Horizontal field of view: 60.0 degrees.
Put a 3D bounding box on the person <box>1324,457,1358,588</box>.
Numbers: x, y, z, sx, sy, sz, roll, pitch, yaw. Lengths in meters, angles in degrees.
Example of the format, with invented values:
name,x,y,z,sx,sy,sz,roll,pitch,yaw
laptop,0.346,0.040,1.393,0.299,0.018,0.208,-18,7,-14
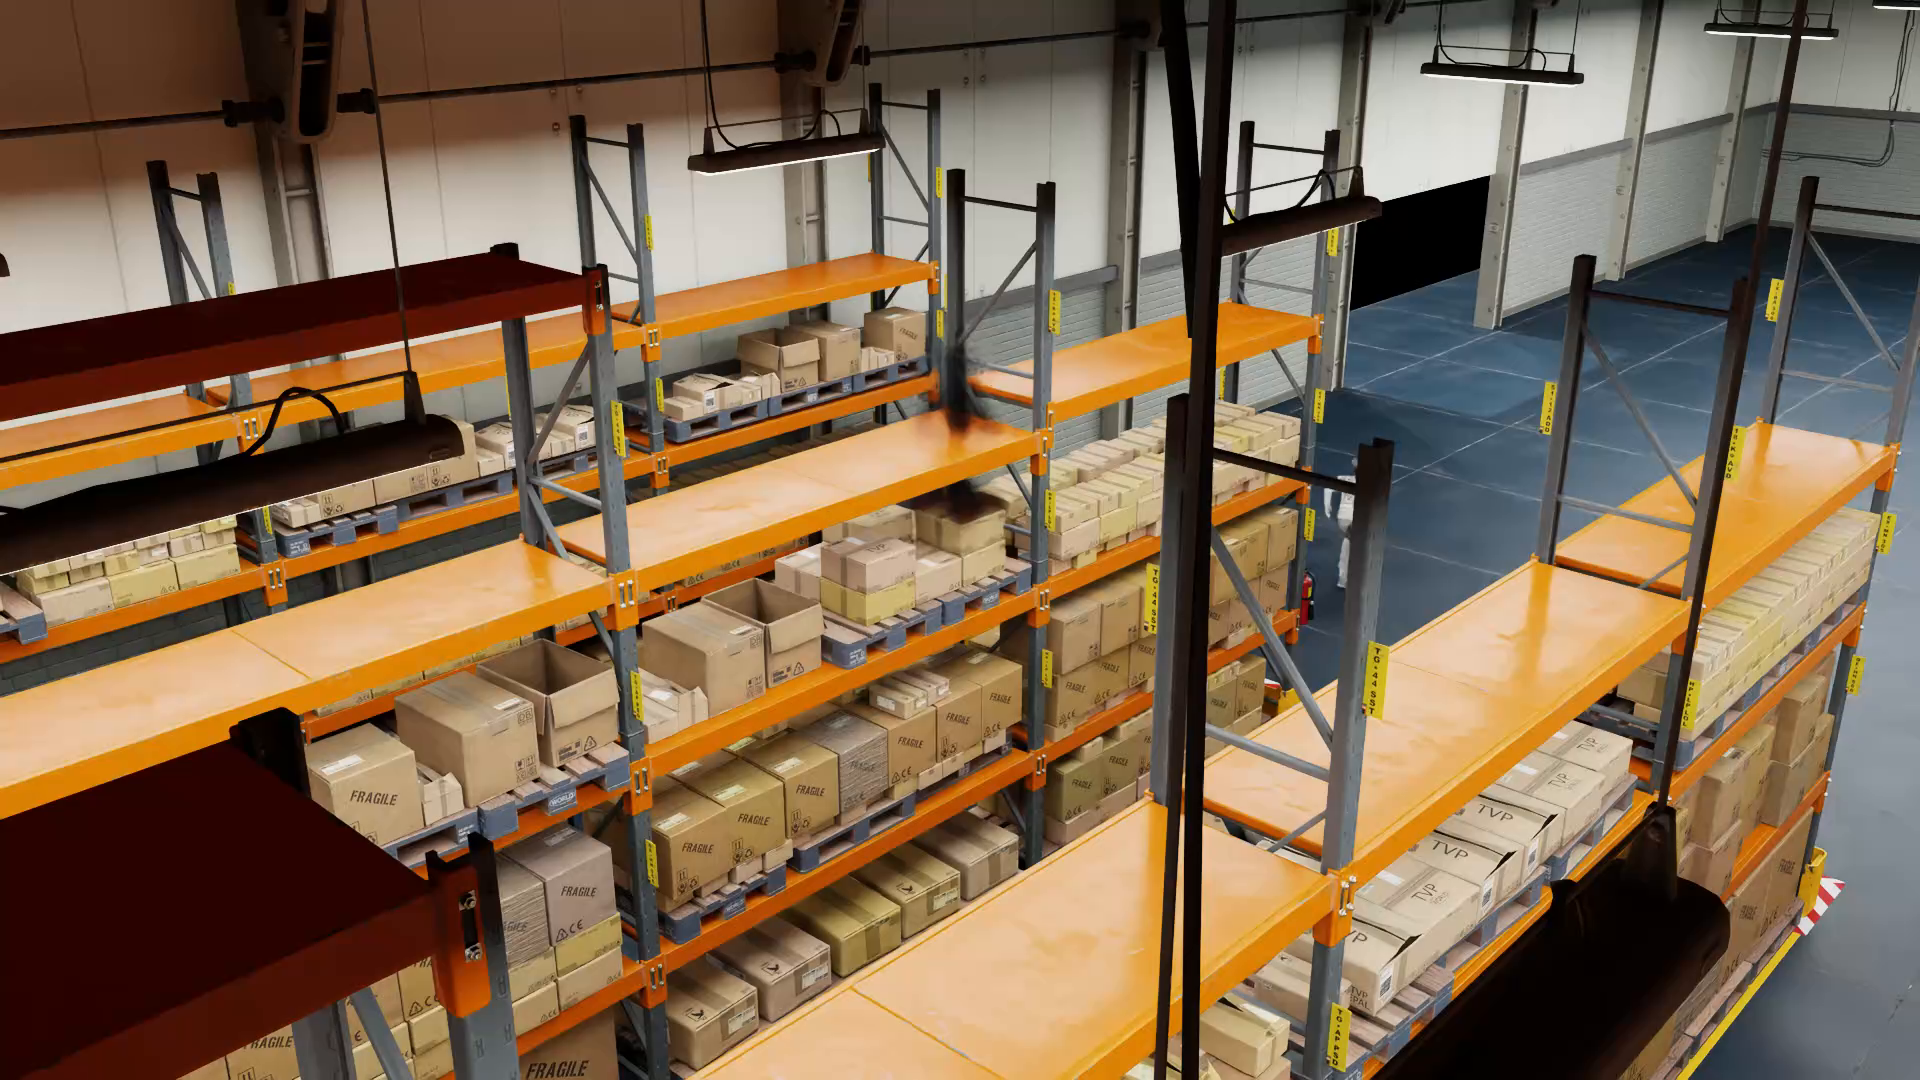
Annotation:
name,x,y,z,sx,sy,sz,roll,pitch,yaw
person,4.801,-0.227,20.531,0.644,1.506,0.840,9,23,22
